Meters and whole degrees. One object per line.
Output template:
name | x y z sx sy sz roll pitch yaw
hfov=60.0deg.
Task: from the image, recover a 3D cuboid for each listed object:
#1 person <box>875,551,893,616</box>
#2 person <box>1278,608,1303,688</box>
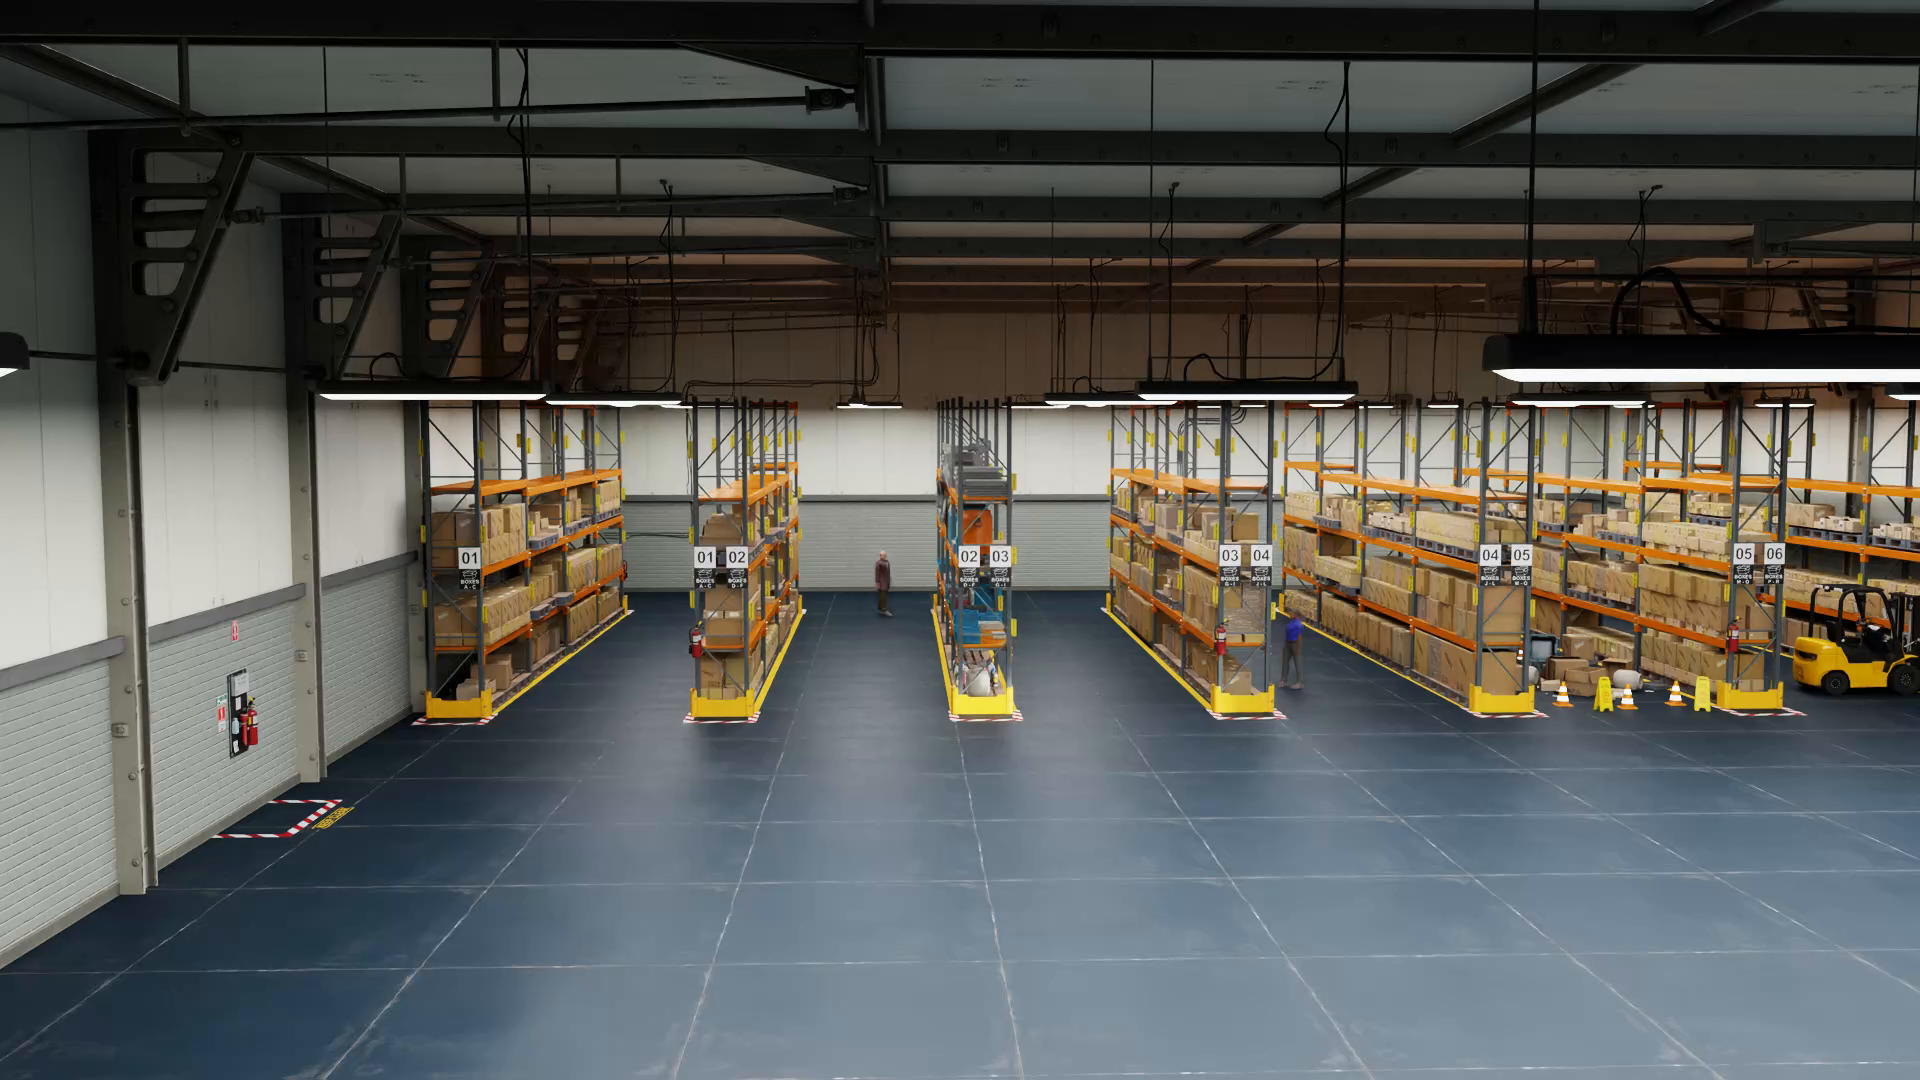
person | -2.088 1.213 46.992 0.590 1.803 0.629 2 5 26
person | 6.850 2.229 34.462 0.430 1.657 0.505 -3 6 -38
